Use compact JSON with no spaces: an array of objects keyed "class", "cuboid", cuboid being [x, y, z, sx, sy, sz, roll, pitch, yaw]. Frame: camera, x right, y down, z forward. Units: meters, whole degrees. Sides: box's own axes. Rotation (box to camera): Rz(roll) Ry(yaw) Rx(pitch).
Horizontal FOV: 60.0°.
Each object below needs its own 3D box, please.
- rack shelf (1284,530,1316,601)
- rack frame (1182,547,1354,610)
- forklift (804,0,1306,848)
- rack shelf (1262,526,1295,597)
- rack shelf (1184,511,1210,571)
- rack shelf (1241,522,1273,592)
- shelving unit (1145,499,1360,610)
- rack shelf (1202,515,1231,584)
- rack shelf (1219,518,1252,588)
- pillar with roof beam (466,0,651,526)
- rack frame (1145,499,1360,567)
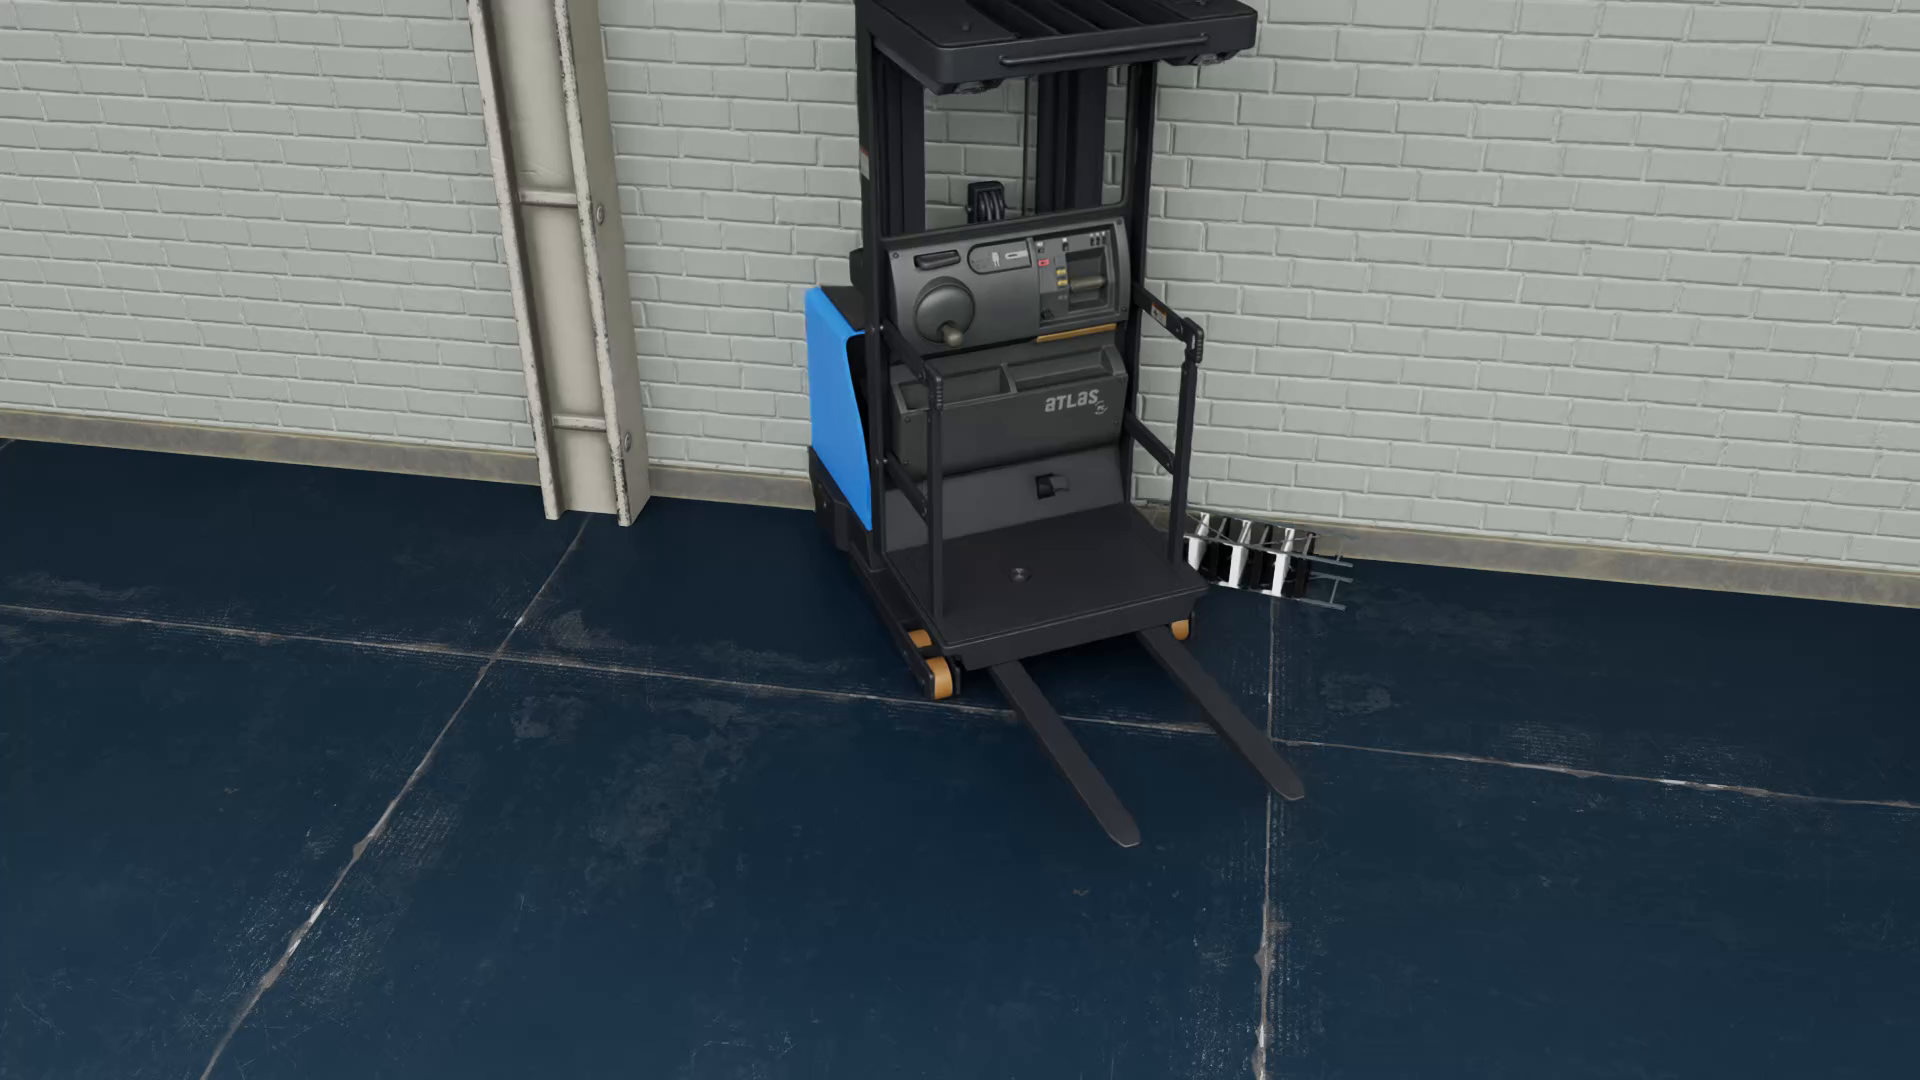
[{"class":"rack shelf","cuboid":[1.413,0.098,6.887,0.077,0.200,0.258,11,33,16]},{"class":"rack frame","cuboid":[1.188,0.141,7.006,0.900,0.006,0.240,11,33,16]},{"class":"forklift","cuboid":[0.272,-0.890,5.909,1.130,2.935,3.031,-12,34,-18]},{"class":"rack shelf","cuboid":[1.328,0.081,6.912,0.077,0.200,0.258,11,33,16]},{"class":"rack shelf","cuboid":[0.988,0.015,7.012,0.077,0.200,0.258,11,33,16]},{"class":"rack shelf","cuboid":[1.243,0.065,6.937,0.077,0.200,0.258,11,33,16]},{"class":"shelving unit","cuboid":[1.189,0.054,6.953,0.900,0.210,0.258,11,33,16]},{"class":"rack shelf","cuboid":[1.073,0.032,6.987,0.077,0.200,0.258,11,33,16]},{"class":"rack shelf","cuboid":[1.158,0.048,6.962,0.077,0.200,0.258,11,33,16]},{"class":"pillar with roof beam","cuboid":[-2.350,-1.721,1.519,0.400,9.000,9.100,5,32,8]},{"class":"rack frame","cuboid":[1.191,-0.033,6.900,0.900,0.006,0.240,11,33,16]}]
